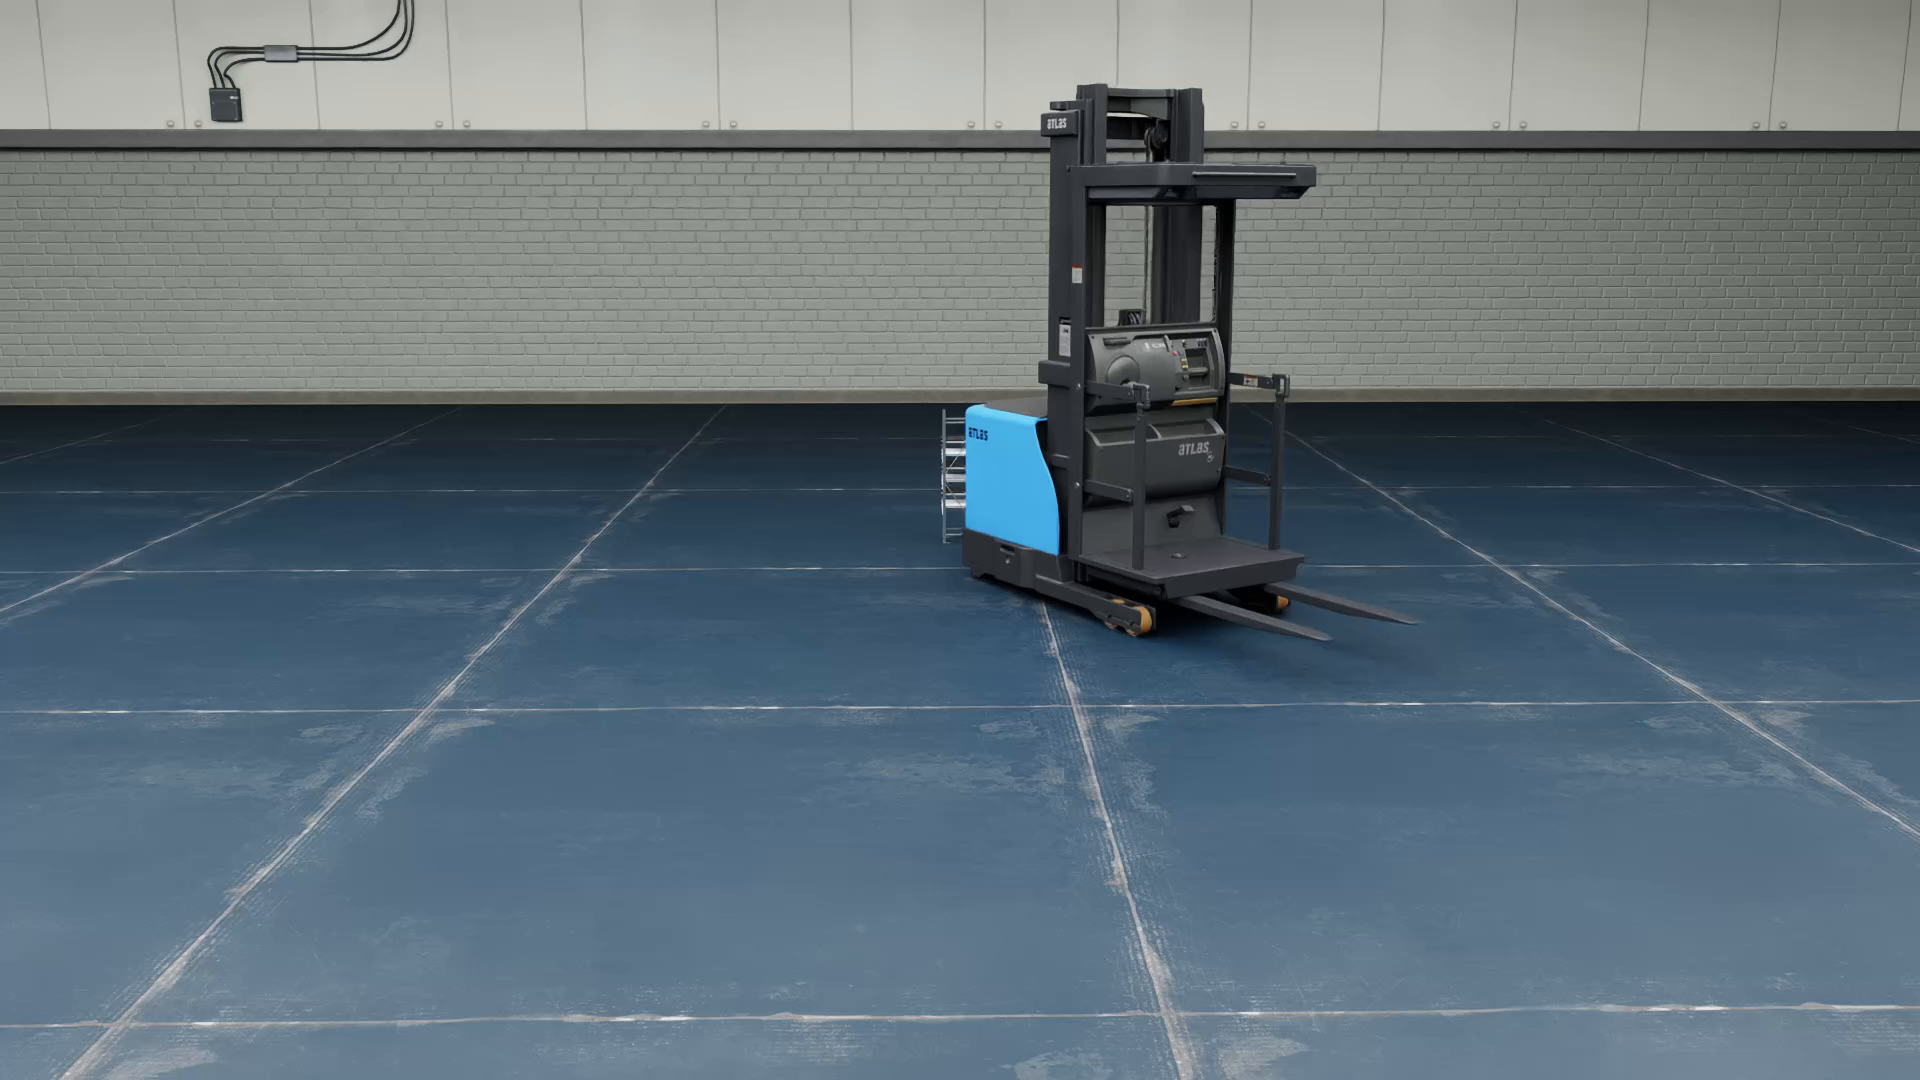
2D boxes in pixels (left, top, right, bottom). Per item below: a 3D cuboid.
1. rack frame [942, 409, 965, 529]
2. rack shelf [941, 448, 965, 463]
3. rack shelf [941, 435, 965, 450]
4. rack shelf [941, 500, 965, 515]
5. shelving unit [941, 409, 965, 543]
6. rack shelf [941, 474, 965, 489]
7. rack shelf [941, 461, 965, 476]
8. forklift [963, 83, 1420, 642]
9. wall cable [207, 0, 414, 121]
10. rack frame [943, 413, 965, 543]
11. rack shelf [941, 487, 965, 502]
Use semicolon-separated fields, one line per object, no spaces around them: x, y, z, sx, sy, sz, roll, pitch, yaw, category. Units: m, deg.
-0.002;-0.460;11.561;0.240;0.900;0.006;0;11;-1;rack frame
0.000;-0.583;11.433;0.258;0.077;0.200;0;11;-1;rack shelf
0.000;-0.671;11.415;0.258;0.077;0.200;0;11;-1;rack shelf
0.000;-0.230;11.504;0.258;0.077;0.200;0;11;-1;rack shelf
0.000;-0.439;11.462;0.258;0.900;0.210;0;11;-1;shelving unit
0.000;-0.407;11.468;0.258;0.077;0.200;0;11;-1;rack shelf
0.000;-0.495;11.450;0.258;0.077;0.200;0;11;-1;rack shelf
1.232;-1.022;9.224;1.130;2.935;3.031;-7;14;-32;forklift
-7.215;-7.644;18.050;2.305;6.003;0.169;0;11;-1;wall cable
0.002;-0.419;11.362;0.240;0.900;0.006;0;11;-1;rack frame
0.000;-0.319;11.486;0.258;0.077;0.200;0;11;-1;rack shelf
